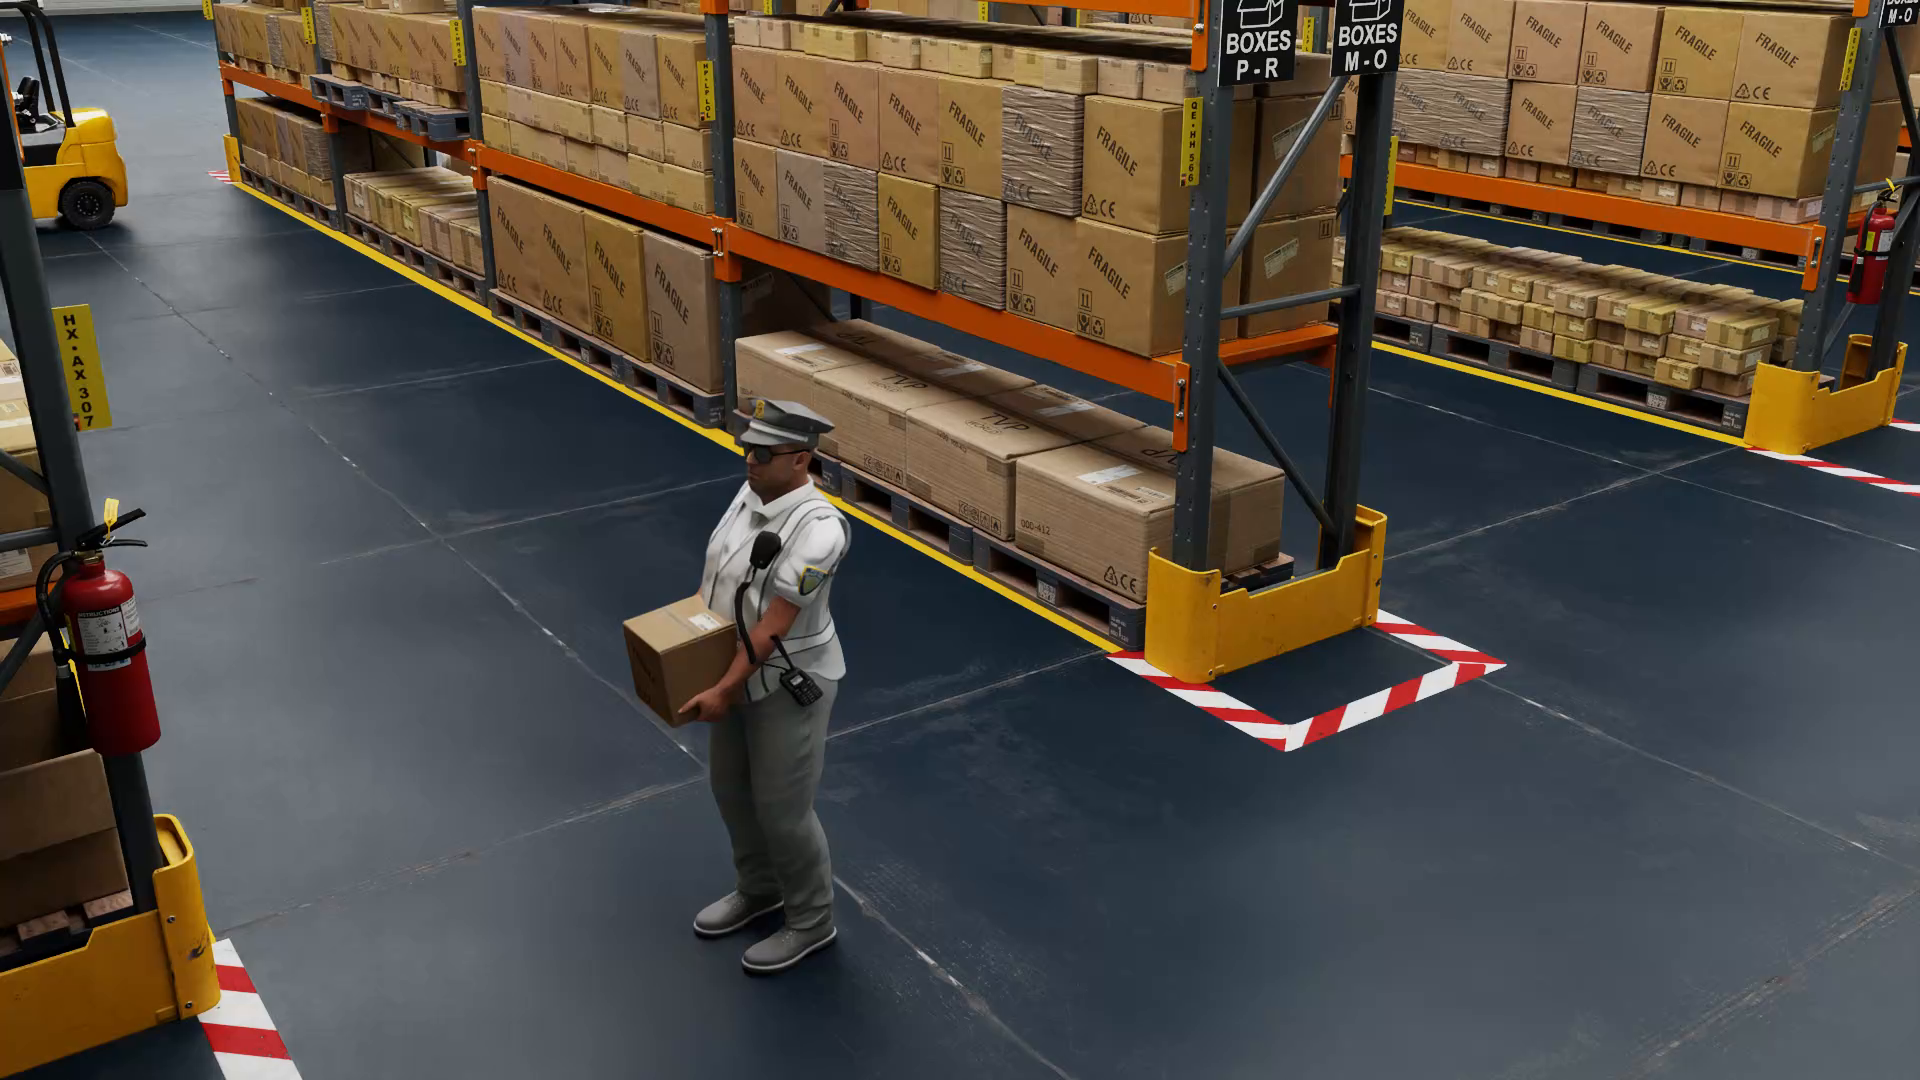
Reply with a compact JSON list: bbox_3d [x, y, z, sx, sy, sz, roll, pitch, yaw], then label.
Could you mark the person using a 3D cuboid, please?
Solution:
[{"bbox_3d":[-0.626,0.434,4.935,0.567,1.766,0.494,-14,25,-32],"label":"person"}]
